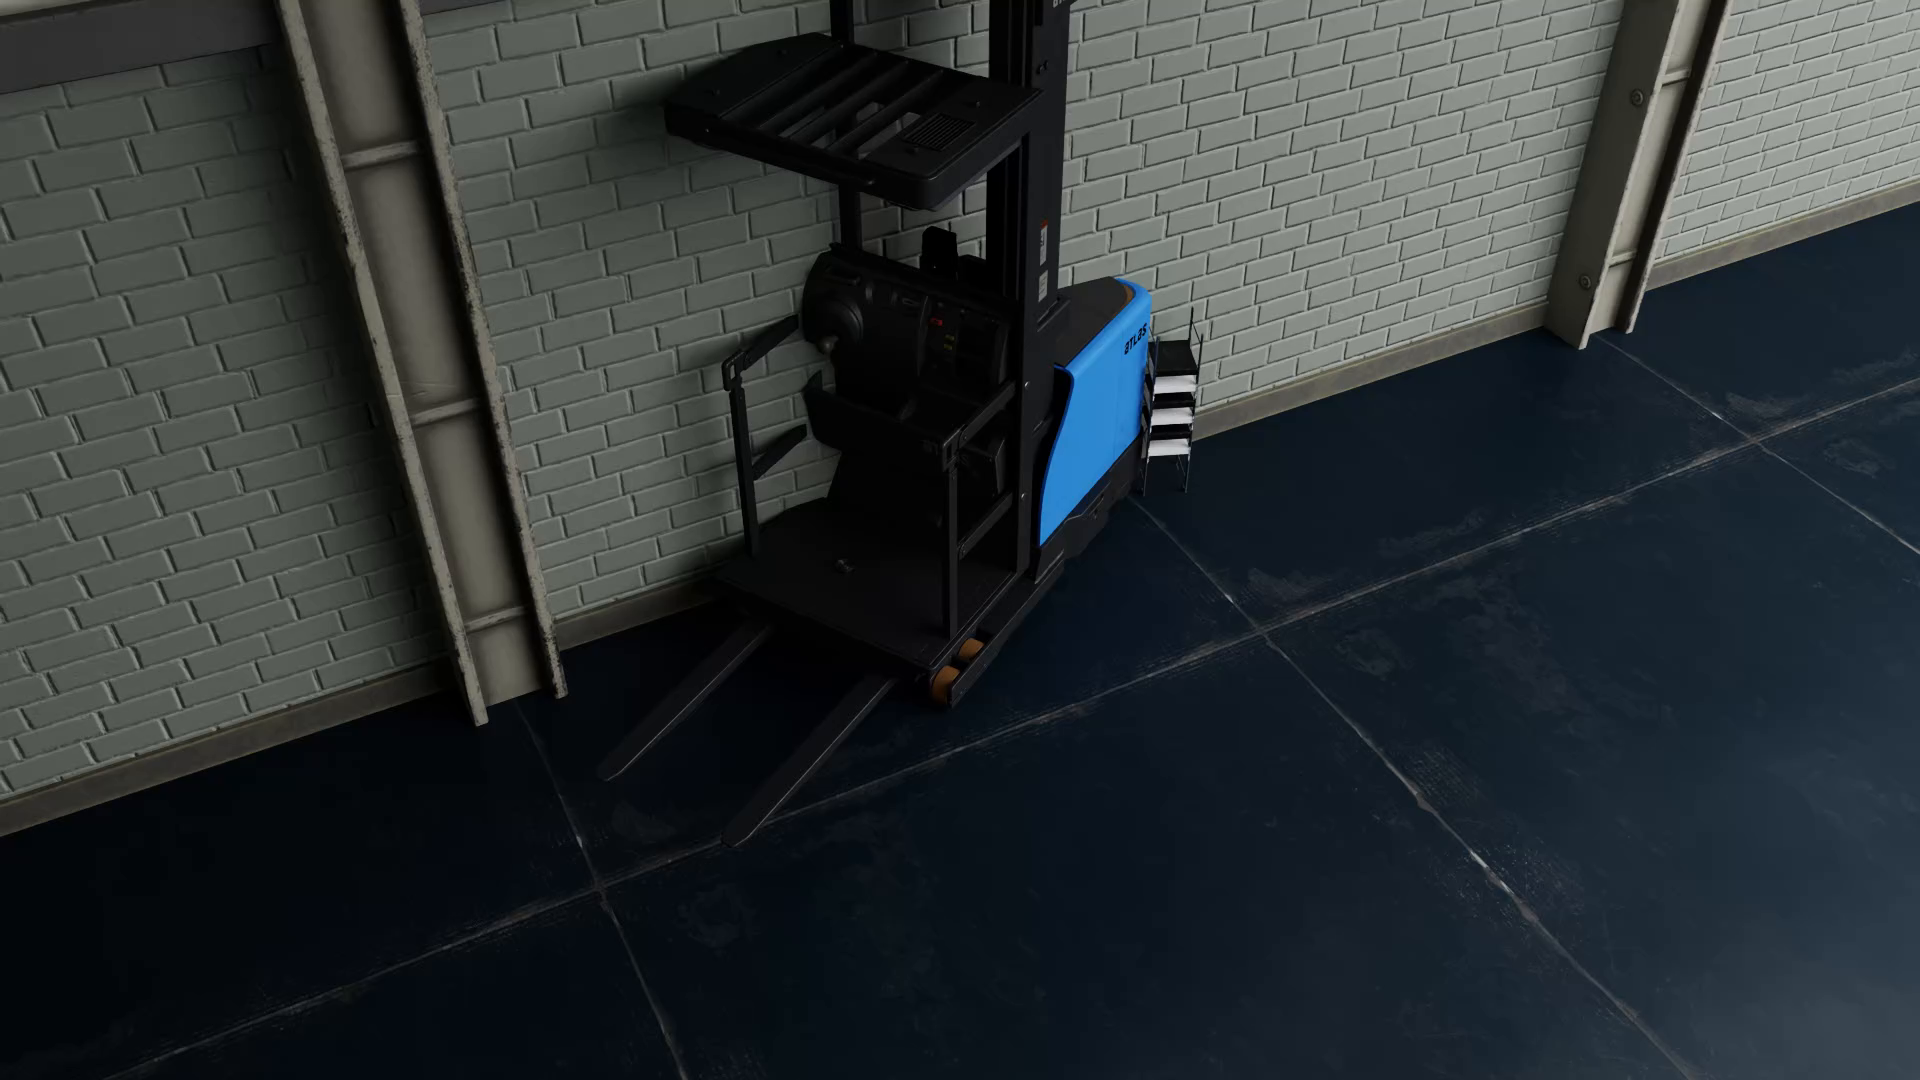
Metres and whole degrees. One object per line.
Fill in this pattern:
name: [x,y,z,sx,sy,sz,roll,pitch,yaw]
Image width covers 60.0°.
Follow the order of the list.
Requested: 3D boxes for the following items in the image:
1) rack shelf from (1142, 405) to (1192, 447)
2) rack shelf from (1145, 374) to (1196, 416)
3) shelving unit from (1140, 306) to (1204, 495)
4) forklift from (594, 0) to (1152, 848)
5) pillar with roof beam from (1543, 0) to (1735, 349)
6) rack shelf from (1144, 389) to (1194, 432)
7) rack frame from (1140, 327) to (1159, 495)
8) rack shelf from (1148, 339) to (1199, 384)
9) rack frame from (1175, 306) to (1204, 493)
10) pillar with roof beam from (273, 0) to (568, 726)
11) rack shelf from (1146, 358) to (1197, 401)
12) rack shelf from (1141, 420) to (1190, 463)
rack shelf: [0.973,-0.547,7.880,0.200,0.077,0.258,-4,40,-4]
rack shelf: [0.973,-0.685,7.764,0.200,0.077,0.258,-4,40,-4]
shelving unit: [0.973,-0.641,7.800,0.210,0.900,0.258,-4,40,-4]
forklift: [-0.326,-0.774,6.384,1.130,2.935,3.031,21,45,23]
pillar with roof beam: [5.422,-2.138,3.300,0.400,9.000,9.100,-19,44,-21]
rack shelf: [0.973,-0.616,7.822,0.200,0.077,0.258,-4,40,-4]
rack frame: [0.872,-0.635,7.793,0.006,0.900,0.240,-4,40,-4]
rack shelf: [0.973,-0.822,7.647,0.200,0.077,0.258,-4,40,-4]
rack frame: [1.074,-0.648,7.808,0.006,0.900,0.240,-4,40,-4]
pillar with roof beam: [0.100,-0.348,1.185,0.400,9.000,9.100,-19,44,-21]
rack shelf: [0.973,-0.753,7.705,0.200,0.077,0.258,-4,40,-4]
rack shelf: [0.973,-0.479,7.938,0.200,0.077,0.258,-4,40,-4]
